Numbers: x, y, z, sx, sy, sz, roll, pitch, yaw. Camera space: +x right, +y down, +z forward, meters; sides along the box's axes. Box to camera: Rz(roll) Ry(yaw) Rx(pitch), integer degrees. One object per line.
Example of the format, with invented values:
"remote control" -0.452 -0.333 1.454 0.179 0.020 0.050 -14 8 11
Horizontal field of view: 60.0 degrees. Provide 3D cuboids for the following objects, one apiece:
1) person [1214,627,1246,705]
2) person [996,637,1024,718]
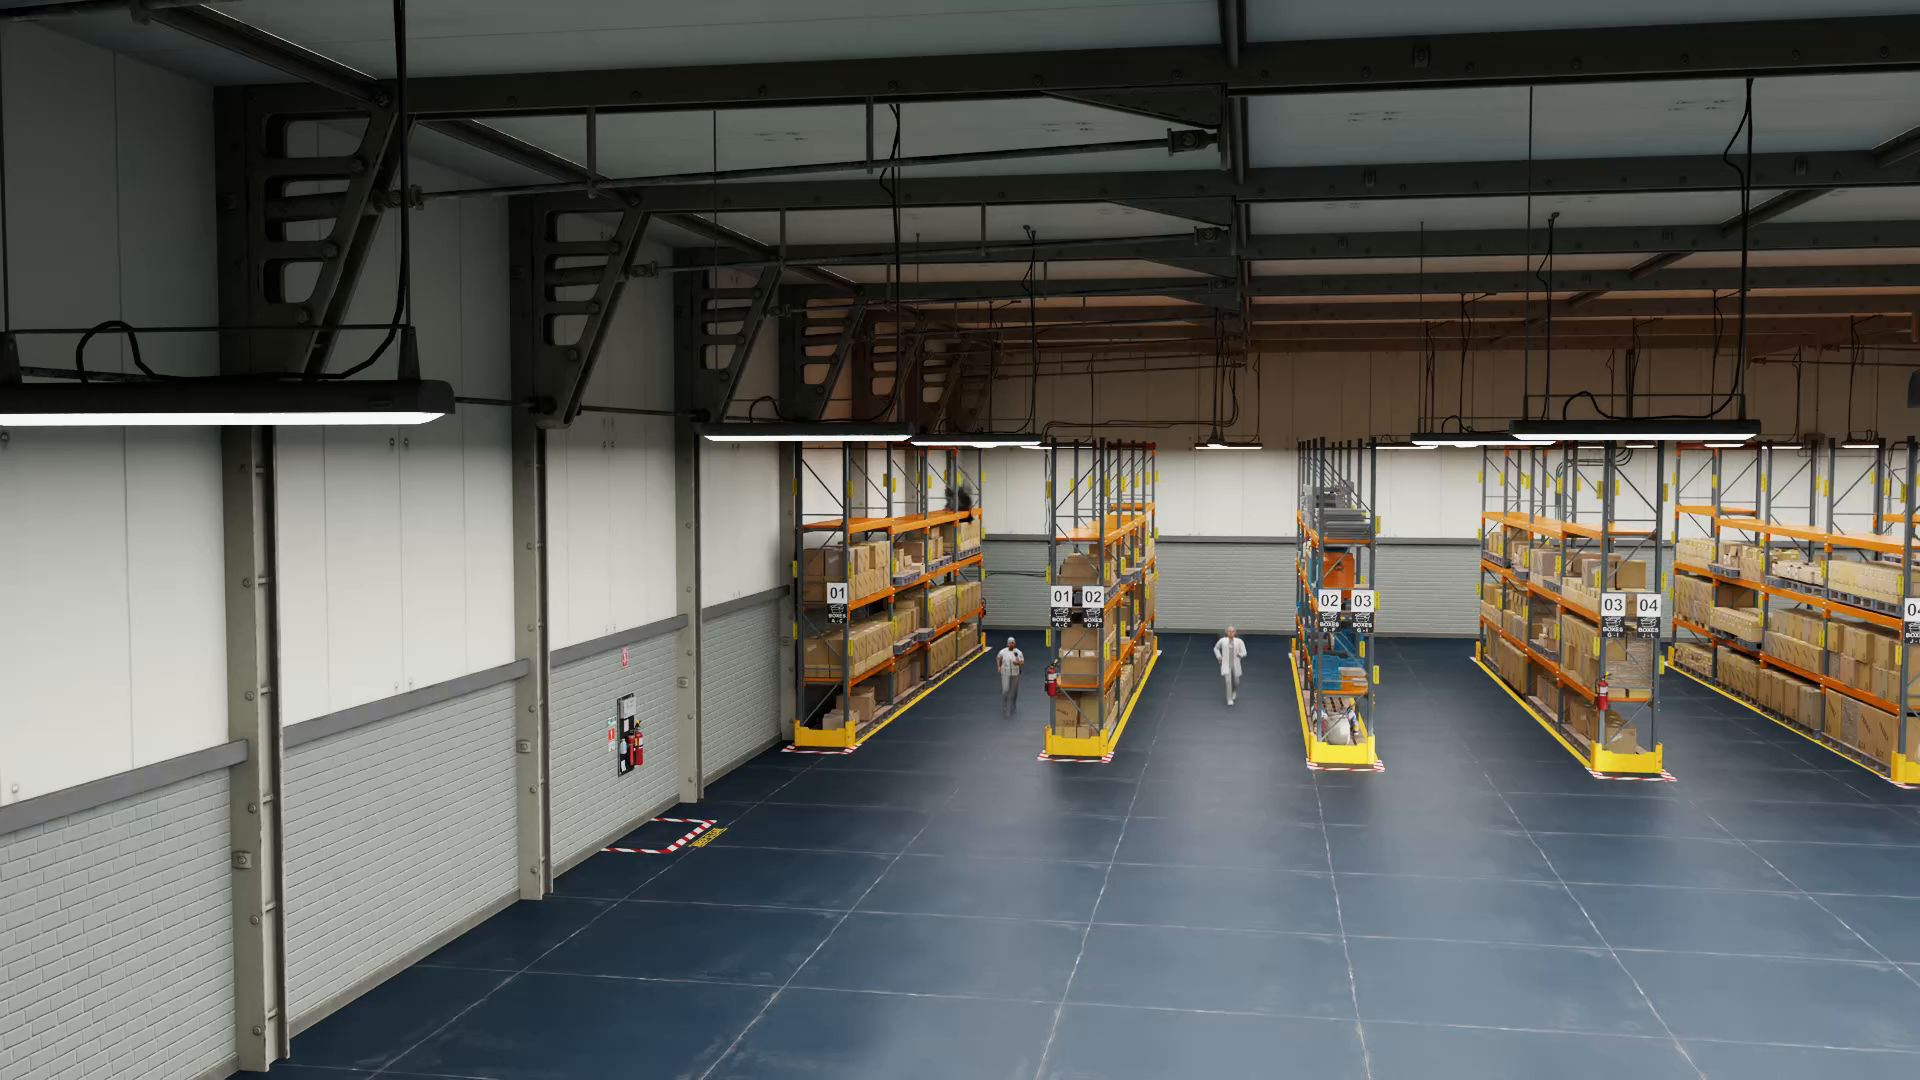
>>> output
"person" 6.141 2.851 37.747 0.720 1.746 0.815 0 3 3
"person" 1.100 2.976 36.210 0.580 1.727 0.770 0 3 -4
